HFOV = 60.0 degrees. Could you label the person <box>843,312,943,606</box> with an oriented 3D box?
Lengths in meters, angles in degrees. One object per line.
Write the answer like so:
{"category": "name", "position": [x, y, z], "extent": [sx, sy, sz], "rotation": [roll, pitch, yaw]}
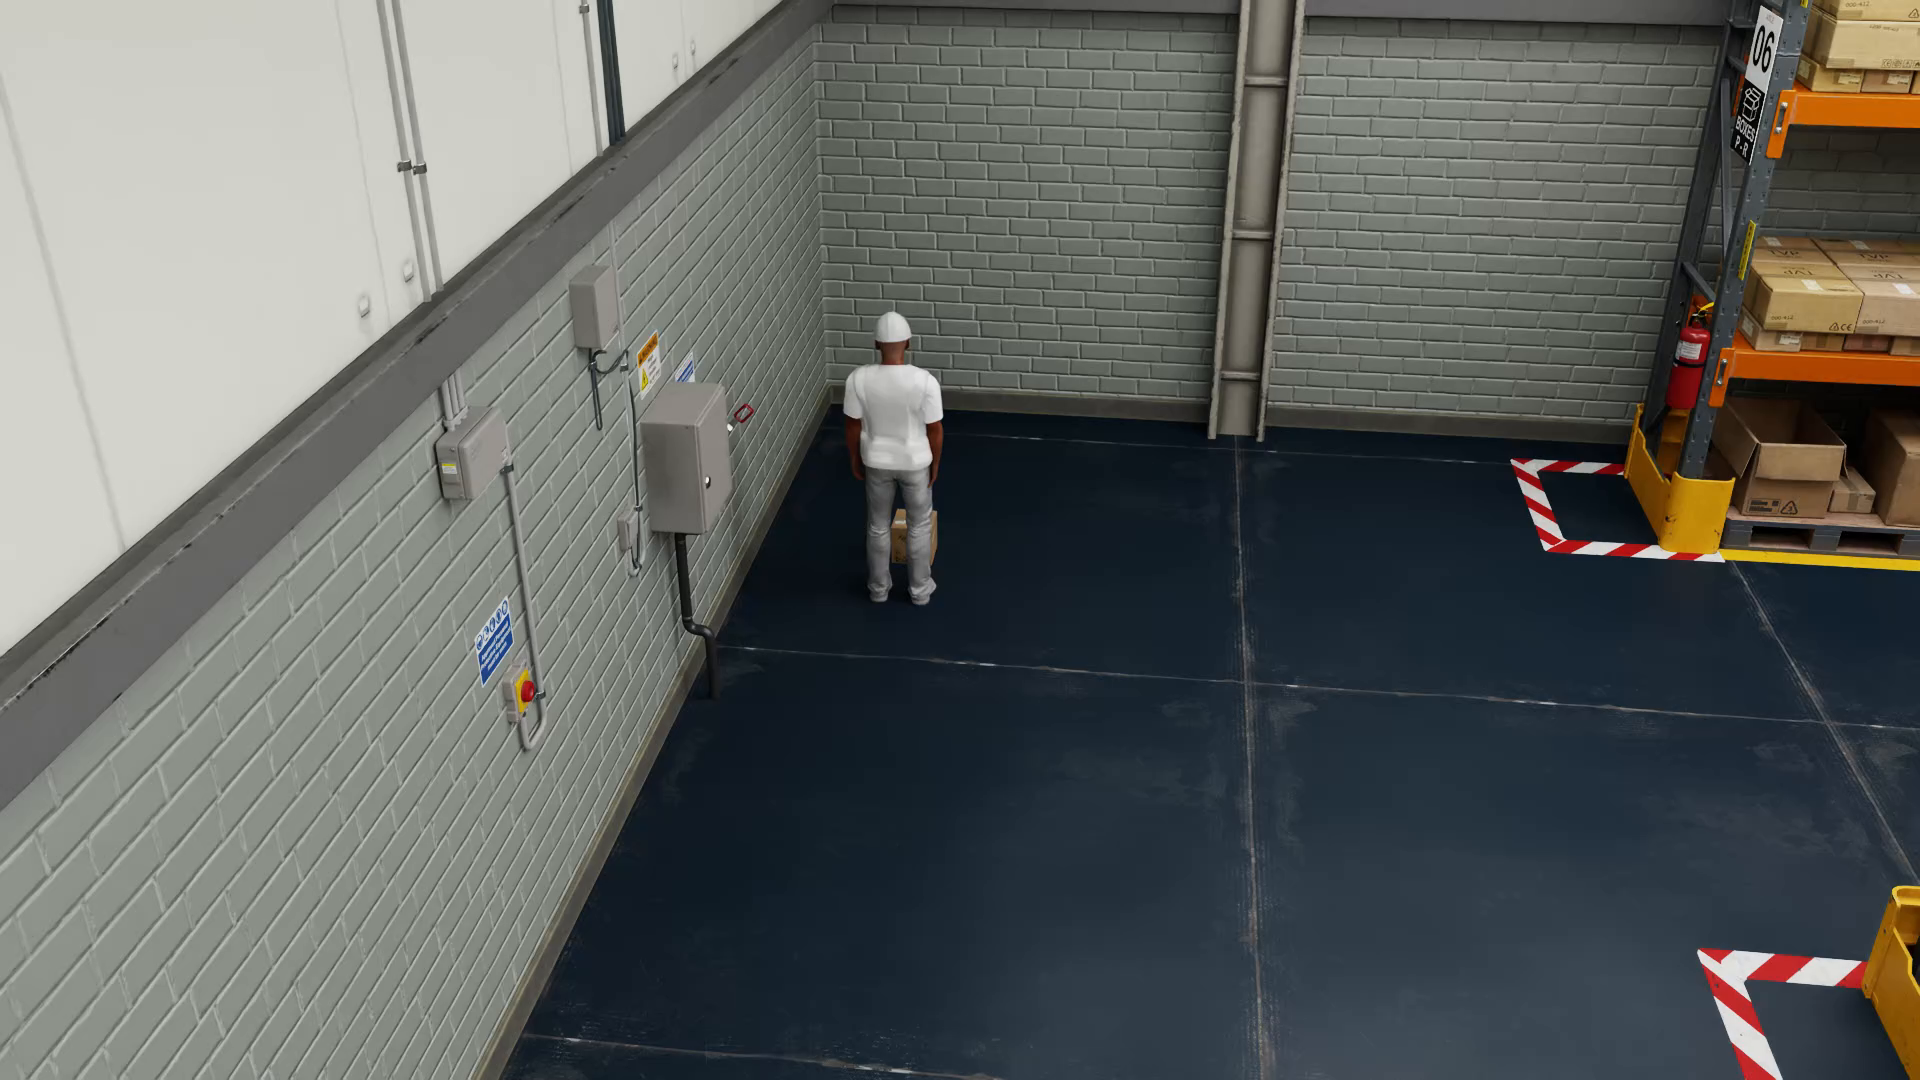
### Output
{"category": "person", "position": [-0.368, -0.456, 9.448], "extent": [0.565, 1.763, 0.361], "rotation": [4, 28, 7]}
